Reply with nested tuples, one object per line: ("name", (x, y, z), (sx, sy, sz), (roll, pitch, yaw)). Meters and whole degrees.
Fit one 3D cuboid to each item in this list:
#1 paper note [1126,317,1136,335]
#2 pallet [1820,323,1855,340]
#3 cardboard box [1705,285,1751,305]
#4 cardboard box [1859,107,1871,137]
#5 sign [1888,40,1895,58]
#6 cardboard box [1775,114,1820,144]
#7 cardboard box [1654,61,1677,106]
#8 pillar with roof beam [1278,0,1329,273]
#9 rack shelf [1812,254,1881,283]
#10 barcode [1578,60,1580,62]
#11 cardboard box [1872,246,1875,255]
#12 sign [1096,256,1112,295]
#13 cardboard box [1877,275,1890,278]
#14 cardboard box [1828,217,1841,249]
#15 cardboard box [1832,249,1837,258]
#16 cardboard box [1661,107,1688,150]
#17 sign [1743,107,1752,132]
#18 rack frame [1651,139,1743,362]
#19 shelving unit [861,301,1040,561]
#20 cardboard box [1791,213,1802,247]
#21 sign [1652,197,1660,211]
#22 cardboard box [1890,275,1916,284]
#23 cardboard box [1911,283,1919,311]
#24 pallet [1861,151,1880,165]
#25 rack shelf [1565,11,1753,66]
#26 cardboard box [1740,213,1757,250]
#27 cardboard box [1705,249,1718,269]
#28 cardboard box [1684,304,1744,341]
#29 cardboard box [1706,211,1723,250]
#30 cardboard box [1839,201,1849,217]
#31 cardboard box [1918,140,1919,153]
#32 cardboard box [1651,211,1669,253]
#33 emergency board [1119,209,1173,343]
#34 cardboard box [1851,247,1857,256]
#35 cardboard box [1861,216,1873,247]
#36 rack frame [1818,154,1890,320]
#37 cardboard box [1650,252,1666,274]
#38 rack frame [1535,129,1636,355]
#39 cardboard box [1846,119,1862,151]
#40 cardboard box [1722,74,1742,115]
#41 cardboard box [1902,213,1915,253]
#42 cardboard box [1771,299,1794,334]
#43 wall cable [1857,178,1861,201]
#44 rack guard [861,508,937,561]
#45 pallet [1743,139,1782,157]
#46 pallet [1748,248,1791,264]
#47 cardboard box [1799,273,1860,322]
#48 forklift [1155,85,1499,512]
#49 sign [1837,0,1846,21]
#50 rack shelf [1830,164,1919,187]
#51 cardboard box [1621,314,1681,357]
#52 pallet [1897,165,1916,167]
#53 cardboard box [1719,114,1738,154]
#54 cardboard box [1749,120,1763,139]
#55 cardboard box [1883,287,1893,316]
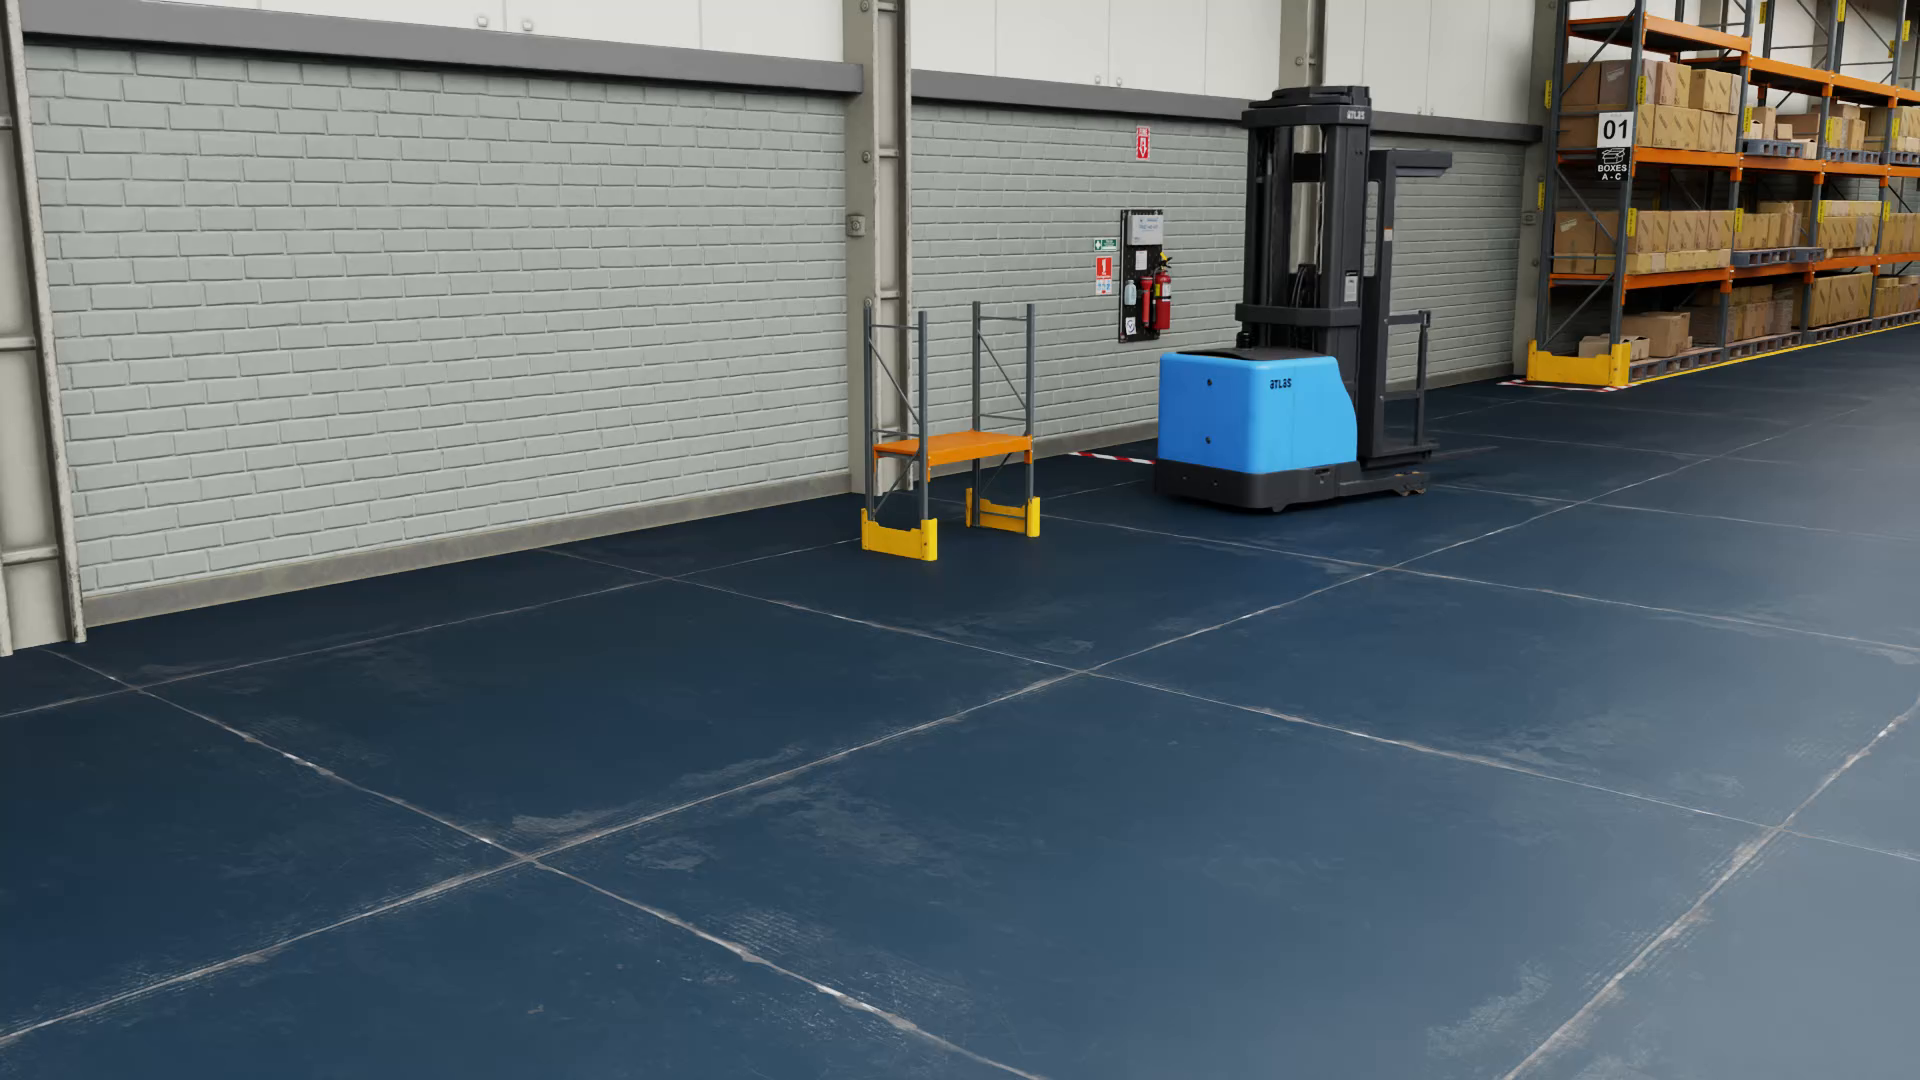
("paper note", (1.536, -1.921, 14.919), (0.016, 0.148, 0.142), (10, 15, 40))
("pallet", (14.176, -3.491, 27.651), (1.003, 0.211, 1.213), (10, 15, 40))
("cardboard box", (11.255, -3.595, 24.398), (0.500, 0.250, 0.500), (9, 15, 39))
("cardboard box", (15.720, -7.315, 29.160), (0.500, 0.500, 0.500), (10, 15, 40))
("sign", (17.662, -9.301, 31.513), (0.100, 0.325, 0.005), (10, 15, 40))
("cardboard box", (13.064, -6.387, 25.992), (0.700, 0.500, 0.500), (8, 14, 36))
("cardboard box", (8.318, -5.509, 20.118), (0.500, 0.500, 0.500), (10, 15, 40))
("pillar with roof beam", (6.598, -5.114, 13.340), (9.100, 9.000, 0.400), (10, 15, 40))
("rack shelf", (14.114, -4.515, 27.495), (1.077, 0.370, 4.000), (10, 15, 40))
("barcode", (7.606, -5.870, 20.445), (0.001, 0.075, 0.075), (10, 15, 40))
("cardboard box", (15.423, -4.962, 28.488), (0.380, 0.149, 0.250), (10, 15, 41))
("sign", (1.262, -2.319, 14.574), (0.001, 0.329, 0.234), (10, 15, 40))
("cardboard box", (17.120, -4.866, 31.068), (0.380, 0.149, 0.250), (10, 15, 41))
("cardboard box", (13.659, -4.892, 26.482), (0.500, 0.500, 0.500), (10, 15, 42))
("cardboard box", (14.013, -4.672, 27.032), (0.380, 0.149, 0.250), (10, 15, 41))
("cardboard box", (8.642, -5.094, 20.595), (0.500, 0.500, 0.500), (11, 16, 43))
("sign", (10.566, -5.640, 22.315), (0.100, 0.325, 0.005), (10, 15, 40))
("rack frame", (10.153, -3.985, 23.005), (1.000, 3.000, 0.127), (10, 15, 40))
("shelving unit", (-0.050, -0.724, 10.508), (0.587, 1.500, 1.083), (10, 15, 40))
("cardboard box", (12.491, -4.768, 25.546), (0.700, 0.500, 0.500), (8, 14, 34))
("sign", (9.734, -4.624, 23.248), (0.100, 0.325, 0.005), (10, 15, 40))
("cardboard box", (17.571, -4.853, 31.003), (0.380, 0.149, 0.250), (10, 15, 42))
("cardboard box", (17.687, -4.615, 31.467), (0.700, 0.500, 0.500), (10, 15, 40))
("pallet", (14.866, -6.398, 27.915), (0.805, 0.209, 1.217), (9, 14, 38))
("rack shelf", (8.833, -6.278, 21.015), (1.077, 0.370, 4.000), (10, 15, 40))
("cardboard box", (10.889, -4.402, 23.712), (0.500, 0.500, 0.700), (-10, 15, -42))
("cardboard box", (9.733, -3.740, 22.111), (0.500, 0.250, 0.500), (10, 15, 41))
("cardboard box", (10.930, -3.168, 24.172), (0.700, 0.500, 0.500), (9, 15, 39))
("cardboard box", (9.748, -4.105, 22.024), (0.500, 0.500, 0.500), (10, 15, 40))
("cardboard box", (13.968, -5.333, 26.772), (0.500, 0.250, 0.500), (10, 15, 41))
("cardboard box", (17.108, -7.107, 30.032), (0.500, 0.250, 0.500), (9, 15, 39))
("cardboard box", (8.387, -3.803, 20.512), (0.500, 0.500, 0.500), (10, 15, 41))
("emergency board", (1.704, -2.370, 14.918), (0.194, 1.169, 0.643), (10, 15, 40))
("cardboard box", (14.728, -4.816, 27.755), (0.380, 0.149, 0.250), (10, 15, 40))
("cardboard box", (14.989, -5.190, 27.971), (0.500, 0.500, 0.500), (10, 15, 41))
("rack frame", (15.434, -5.162, 28.898), (1.000, 3.000, 0.127), (10, 15, 40))
("cardboard box", (8.405, -3.442, 20.617), (0.500, 0.250, 0.500), (9, 15, 39))
("rack frame", (7.513, -3.397, 20.058), (1.000, 3.000, 0.127), (10, 15, 40))
("cardboard box", (14.452, -6.692, 27.522), (0.700, 0.500, 0.500), (9, 15, 39))
("cardboard box", (10.026, -5.896, 22.057), (0.500, 0.500, 0.500), (8, 14, 36))
("cardboard box", (16.763, -5.602, 30.334), (0.980, 0.700, 0.700), (9, 14, 38))
("cardboard box", (12.357, -3.451, 25.589), (0.700, 0.500, 0.500), (10, 15, 41))
("wall cable", (18.209, -6.559, 33.300), (0.084, 1.984, 1.851), (10, 15, 40))
("rack guard", (-0.379, -0.038, 10.264), (0.587, 0.250, 0.087), (10, 15, 40))
("pallet", (10.641, -5.441, 23.115), (1.213, 0.211, 1.003), (10, 15, 40))
("pallet", (11.518, -4.183, 24.485), (1.003, 0.211, 1.213), (10, 15, 40))
("cardboard box", (14.518, -4.070, 27.847), (0.750, 0.750, 0.750), (10, 15, 42))
("forklift", (2.906, -1.836, 12.421), (3.031, 2.935, 1.130), (-8, 14, -36))
("sign", (13.207, -7.944, 24.920), (0.100, 0.325, 0.005), (10, 15, 40))
("rack shelf", (16.754, -6.574, 30.148), (1.077, 0.370, 4.000), (10, 15, 40))
("cardboard box", (8.935, -2.662, 21.639), (0.700, 0.500, 0.500), (9, 14, 37))
("pallet", (17.592, -7.068, 31.006), (1.003, 0.211, 1.213), (10, 15, 40))
("cardboard box", (10.004, -5.408, 22.165), (0.500, 0.500, 0.500), (10, 15, 42))
("cardboard box", (10.981, -5.779, 23.483), (0.500, 0.311, 0.500), (10, 15, 42))
("cardboard box", (16.339, -4.312, 29.954), (0.700, 0.500, 0.500), (10, 15, 40))
